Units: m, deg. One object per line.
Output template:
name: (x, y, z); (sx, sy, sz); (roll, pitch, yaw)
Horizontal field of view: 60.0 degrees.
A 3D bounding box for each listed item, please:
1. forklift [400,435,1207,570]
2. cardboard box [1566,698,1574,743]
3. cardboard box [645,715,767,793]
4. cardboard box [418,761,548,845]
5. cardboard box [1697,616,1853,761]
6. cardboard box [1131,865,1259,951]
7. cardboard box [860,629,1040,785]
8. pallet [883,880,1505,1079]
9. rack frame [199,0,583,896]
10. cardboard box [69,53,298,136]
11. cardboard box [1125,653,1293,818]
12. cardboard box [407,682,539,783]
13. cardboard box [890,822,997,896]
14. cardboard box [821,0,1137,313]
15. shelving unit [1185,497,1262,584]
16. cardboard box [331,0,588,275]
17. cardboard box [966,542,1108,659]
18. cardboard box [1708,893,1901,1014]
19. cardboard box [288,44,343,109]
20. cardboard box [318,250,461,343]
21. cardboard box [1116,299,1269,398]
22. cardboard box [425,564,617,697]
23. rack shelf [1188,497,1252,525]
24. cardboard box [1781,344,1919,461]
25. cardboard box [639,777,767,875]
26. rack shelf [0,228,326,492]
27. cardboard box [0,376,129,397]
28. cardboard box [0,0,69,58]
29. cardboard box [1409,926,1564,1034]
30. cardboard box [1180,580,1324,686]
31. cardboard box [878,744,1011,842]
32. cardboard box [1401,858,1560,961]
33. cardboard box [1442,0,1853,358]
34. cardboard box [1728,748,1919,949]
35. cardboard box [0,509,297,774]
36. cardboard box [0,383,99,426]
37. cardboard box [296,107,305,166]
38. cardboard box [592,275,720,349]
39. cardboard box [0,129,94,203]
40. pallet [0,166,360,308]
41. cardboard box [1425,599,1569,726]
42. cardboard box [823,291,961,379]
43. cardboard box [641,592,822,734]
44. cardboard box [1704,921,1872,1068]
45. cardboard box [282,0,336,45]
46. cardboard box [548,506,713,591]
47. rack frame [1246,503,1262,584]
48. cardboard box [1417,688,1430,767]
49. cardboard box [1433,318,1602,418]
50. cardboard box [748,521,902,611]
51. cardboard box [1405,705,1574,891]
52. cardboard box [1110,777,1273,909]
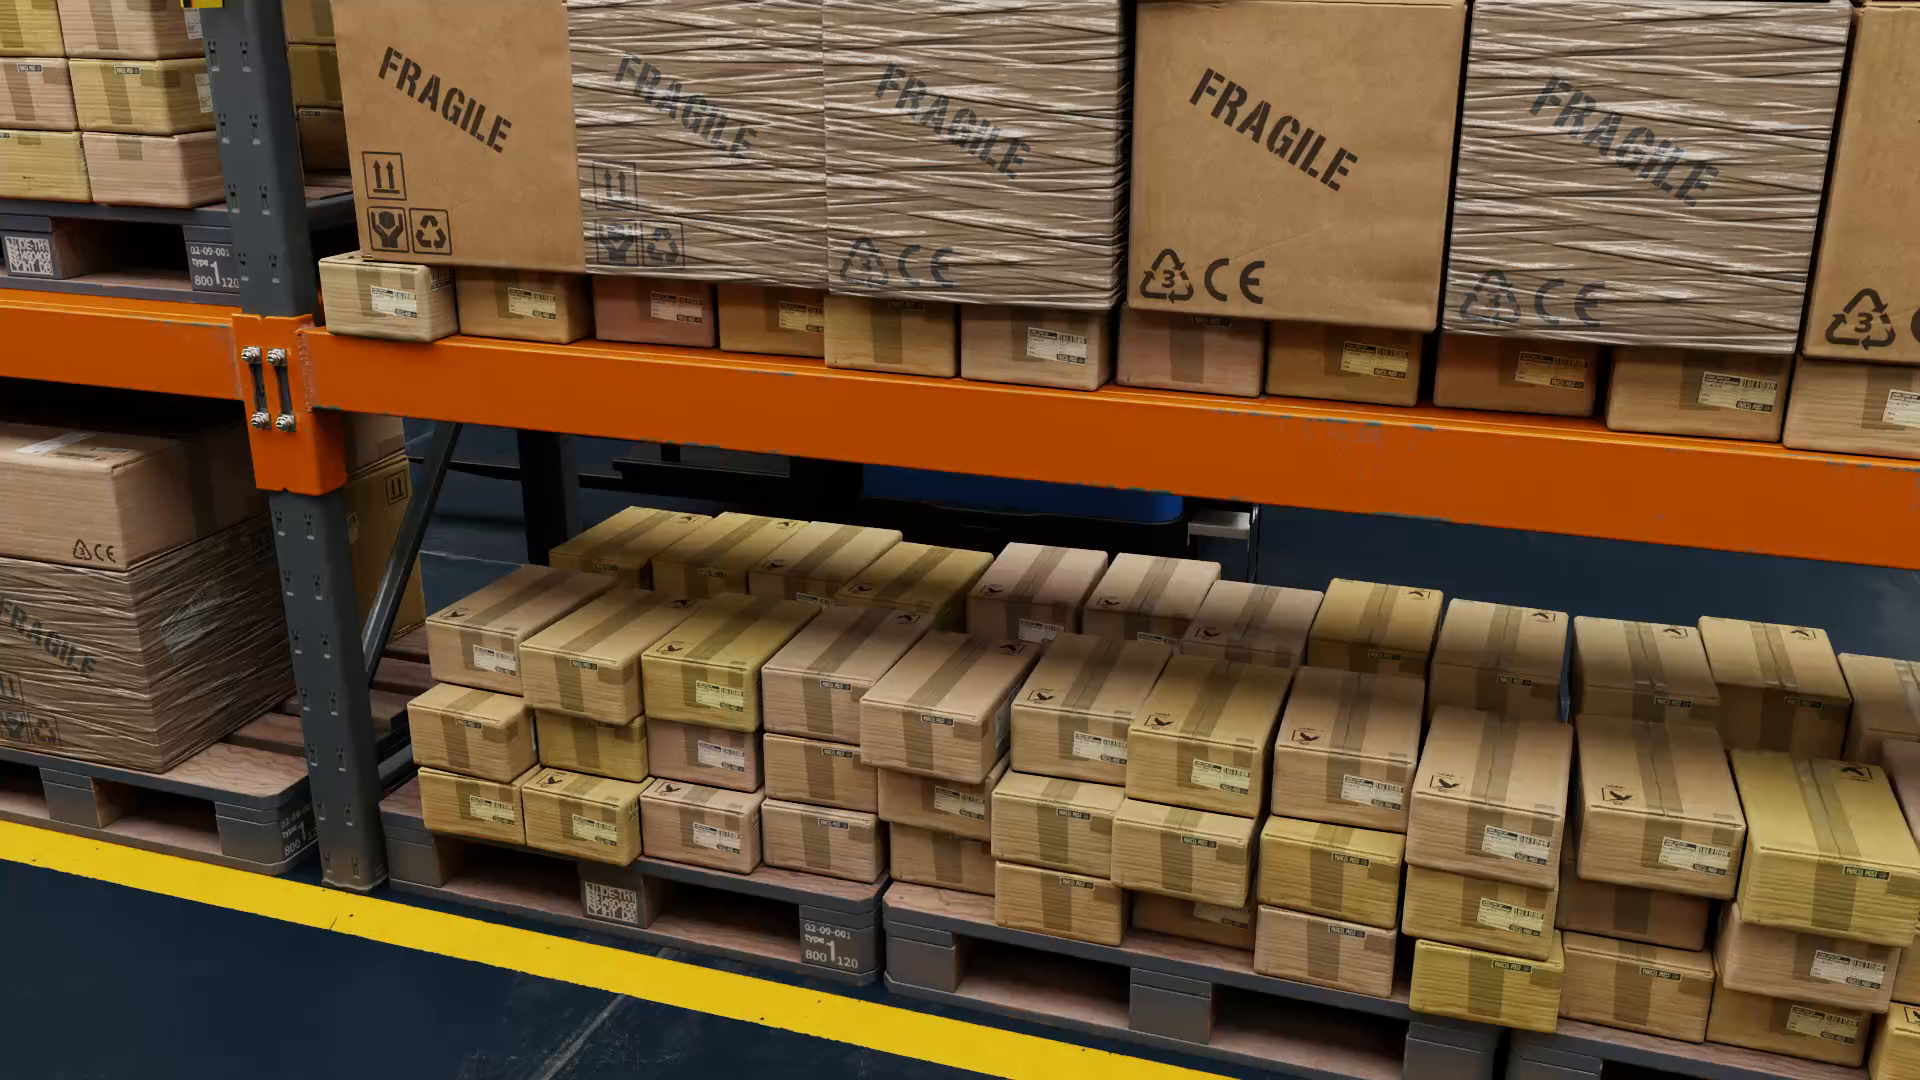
forklift: (-0.601, -1.447, 5.773); (3.031, 2.935, 1.130); (6, 20, 17)
cardboard box: (1.426, 0.423, 3.547); (0.250, 0.149, 0.380); (7, 20, 20)
cardboard box: (-0.486, 0.388, 3.647); (0.250, 0.149, 0.380); (6, 20, 18)
cardboard box: (-0.996, 0.515, 3.736); (0.250, 0.149, 0.380); (6, 20, 16)
cardboard box: (1.665, 0.305, 3.434); (0.250, 0.149, 0.380); (6, 20, 18)
cardboard box: (0.516, 0.647, 3.357); (0.250, 0.149, 0.380); (7, 20, 20)
cardboard box: (-0.014, 0.330, 3.361); (0.250, 0.149, 0.380); (7, 20, 19)
pallet: (0.568, 0.737, 3.641); (1.213, 0.211, 1.003); (7, 20, 18)
rack frame: (-1.234, -0.773, 3.735); (0.127, 3.000, 1.000); (7, 20, 18)
cardboard box: (-1.675, -0.974, 3.606); (0.250, 0.149, 0.380); (7, 20, 20)
cardboard box: (0.491, 0.373, 3.239); (0.250, 0.149, 0.380); (7, 20, 18)
cardboard box: (-0.997, 0.374, 3.689); (0.250, 0.149, 0.380); (8, 21, 21)
cardboard box: (0.029, 0.584, 3.537); (0.250, 0.149, 0.380); (6, 20, 16)
cardboard box: (0.085, -0.712, 2.957); (0.500, 0.500, 0.500); (6, 20, 17)
shelving unit: (0.873, -0.249, 5.424); (0.210, 0.900, 0.258); (6, 20, 17)
cardboard box: (-0.849, -0.828, 3.292); (0.500, 0.500, 0.500); (6, 20, 17)
cardboard box: (0.185, 0.145, 3.893); (0.250, 0.149, 0.380); (6, 20, 15)
cardboard box: (1.461, 0.643, 2.915); (0.250, 0.149, 0.380); (6, 20, 16)
cardboard box: (-1.455, -1.178, 4.191); (0.250, 0.149, 0.380); (7, 20, 19)
cardboard box: (-1.074, -0.522, 3.397); (0.250, 0.149, 0.380); (7, 21, 20)
cardboard box: (0.454, -0.380, 2.991); (0.250, 0.149, 0.380); (7, 21, 20)
cardboard box: (-0.977, 0.196, 3.746); (0.250, 0.149, 0.380); (7, 21, 20)
rack shelf: (0.873, -0.133, 5.465); (0.200, 0.077, 0.258); (6, 20, 17)
cardboard box: (1.430, -0.250, 2.619); (0.250, 0.149, 0.380); (7, 20, 20)
cardboard box: (-0.492, 0.554, 3.623); (0.250, 0.149, 0.380); (6, 20, 18)
rack shelf: (-3.123, -0.649, 4.474); (4.000, 0.370, 1.077); (7, 20, 18)
cardboard box: (-2.349, -0.363, 4.582); (0.500, 0.250, 0.500); (7, 20, 20)
cardboard box: (-1.932, -1.145, 3.643); (0.250, 0.149, 0.380); (6, 20, 16)
cardboard box: (0.982, 0.733, 3.109); (0.250, 0.149, 0.380); (6, 20, 16)
cardboard box: (0.642, 0.231, 3.646); (0.250, 0.149, 0.380); (7, 20, 18)
cardboard box: (0.020, 0.455, 3.455); (0.250, 0.149, 0.380); (8, 21, 21)
cardboard box: (0.967, 0.591, 3.064); (0.250, 0.149, 0.380); (7, 20, 19)
cardboard box: (1.068, -0.606, 2.653); (0.500, 0.500, 0.500); (7, 20, 18)
cardboard box: (1.456, 0.515, 2.832); (0.250, 0.149, 0.380); (6, 20, 17)
cardboard box: (-2.016, 0.208, 4.082); (0.500, 0.500, 0.500); (6, 20, 17)
cardboard box: (-2.502, -0.206, 4.131); (0.500, 0.250, 0.500); (8, 21, 21)
cardboard box: (-1.719, -1.066, 4.321); (0.250, 0.149, 0.380); (7, 20, 19)
cardboard box: (-0.537, -0.504, 3.347); (0.250, 0.149, 0.380); (6, 20, 16)
cardboard box: (-1.920, -0.861, 3.734); (0.250, 0.149, 0.380); (7, 20, 18)
pallet: (-1.908, -0.810, 4.134); (1.213, 0.211, 1.003); (7, 20, 18)
cardboard box: (1.145, 0.271, 3.531); (0.250, 0.149, 0.380); (7, 21, 20)
cardboard box: (-0.065, -0.426, 3.122); (0.250, 0.149, 0.380); (7, 20, 19)
cardboard box: (-0.481, 0.256, 3.573); (0.250, 0.149, 0.380); (6, 20, 17)
cardboard box: (1.481, 0.764, 3.021); (0.250, 0.149, 0.380); (6, 20, 18)
cardboard box: (-1.455, -1.319, 4.142); (0.250, 0.149, 0.380); (8, 21, 21)
cardboard box: (-0.813, 0.052, 4.160); (0.250, 0.149, 0.380); (7, 20, 20)
rack frame: (0.970, -0.239, 5.395); (0.006, 0.900, 0.240); (6, 20, 17)
cardboard box: (0.875, 0.407, 3.591); (0.250, 0.149, 0.380); (8, 21, 21)
cardboard box: (0.956, -0.336, 2.864); (0.250, 0.149, 0.380); (6, 20, 16)
cardboard box: (-0.321, 0.092, 4.045); (0.250, 0.149, 0.380); (6, 20, 18)
cardboard box: (0.960, 0.455, 3.002); (0.250, 0.149, 0.380); (7, 21, 20)
cardboard box: (0.462, 0.537, 3.221); (0.250, 0.149, 0.380); (7, 20, 19)
